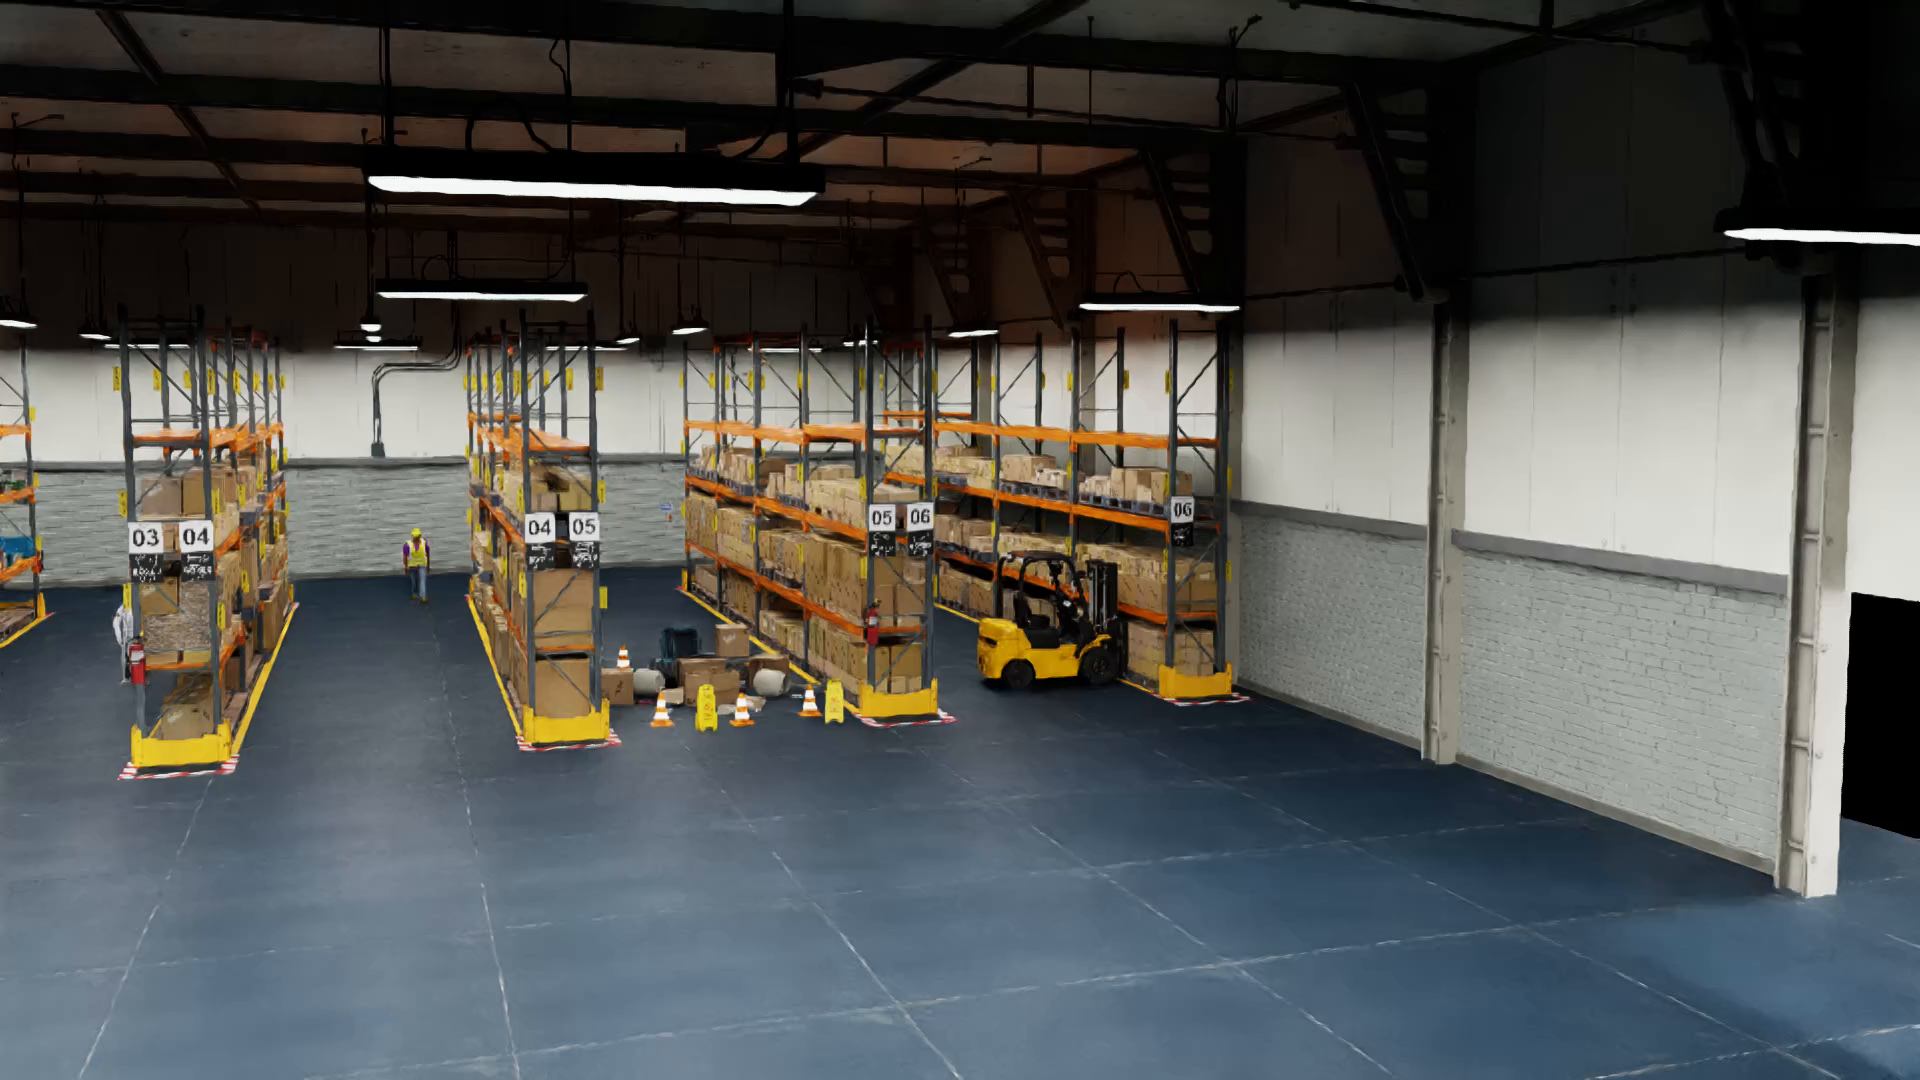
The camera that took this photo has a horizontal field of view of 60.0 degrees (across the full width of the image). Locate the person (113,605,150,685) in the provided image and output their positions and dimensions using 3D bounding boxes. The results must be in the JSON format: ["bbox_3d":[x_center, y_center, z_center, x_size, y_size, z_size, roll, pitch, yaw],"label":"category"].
[{"bbox_3d":[-13.604,1.600,27.413,0.639,1.632,0.512,-2,6,-20],"label":"person"}]

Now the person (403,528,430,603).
[{"bbox_3d":[-12.370,0.560,37.865,0.577,1.691,1.121,-2,6,-17],"label":"person"}]
